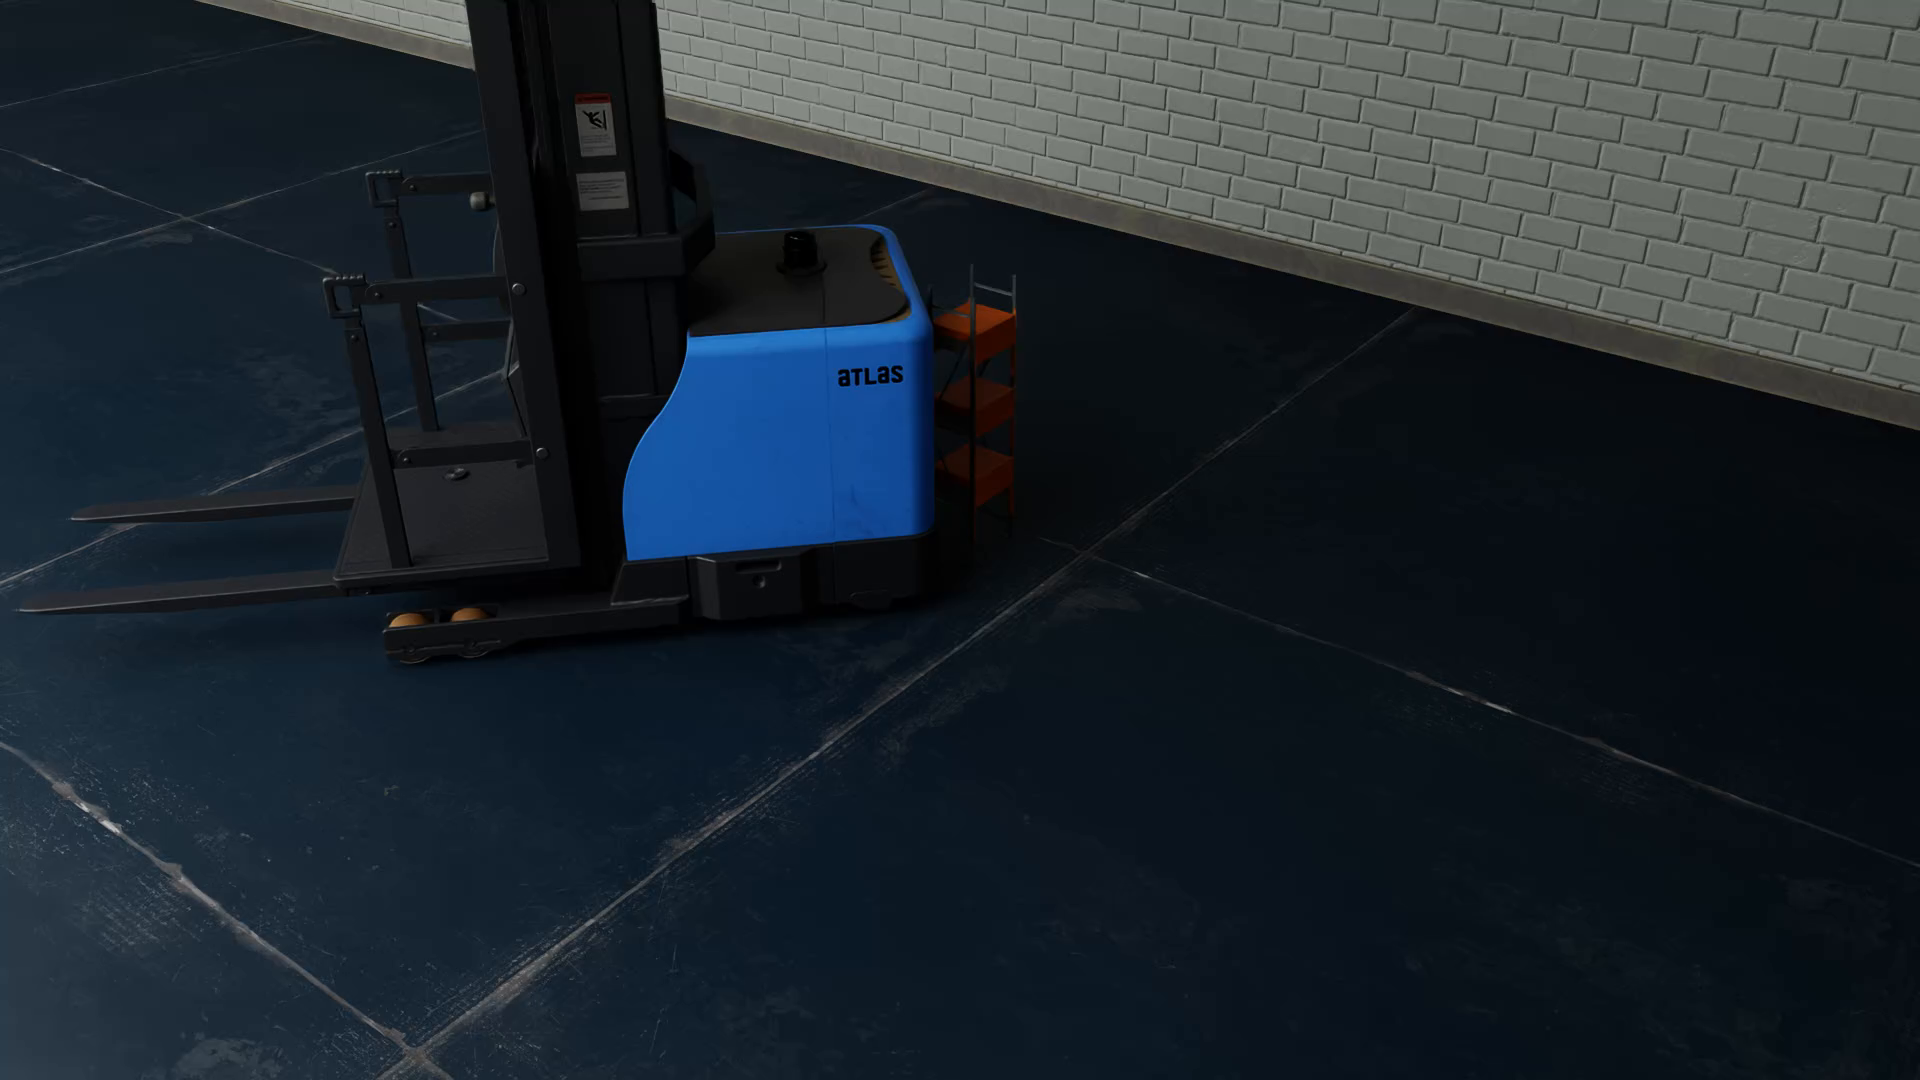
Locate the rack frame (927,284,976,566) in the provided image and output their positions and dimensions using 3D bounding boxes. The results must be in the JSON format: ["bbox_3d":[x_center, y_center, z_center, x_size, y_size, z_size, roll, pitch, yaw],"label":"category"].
[{"bbox_3d":[-0.029,-0.387,5.874,0.200,1.050,0.008,21,36,31],"label":"rack frame"}]

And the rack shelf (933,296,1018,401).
[{"bbox_3d":[0.044,-0.672,5.819,0.215,0.259,0.240,21,36,31],"label":"rack shelf"}]

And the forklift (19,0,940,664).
[{"bbox_3d":[-1.639,-1.140,5.298,3.031,2.935,1.130,-5,31,-9],"label":"forklift"}]

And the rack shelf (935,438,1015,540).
[{"bbox_3d":[0.044,-0.189,6.105,0.215,0.259,0.240,21,36,31],"label":"rack shelf"}]

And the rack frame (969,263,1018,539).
[{"bbox_3d":[0.117,-0.487,6.042,0.200,1.050,0.008,21,36,31],"label":"rack frame"}]

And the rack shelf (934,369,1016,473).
[{"bbox_3d":[0.044,-0.428,5.964,0.215,0.259,0.240,21,36,31],"label":"rack shelf"}]

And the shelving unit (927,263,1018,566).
[{"bbox_3d":[0.044,-0.437,5.958,0.215,1.050,0.252,21,36,31],"label":"shelving unit"}]
